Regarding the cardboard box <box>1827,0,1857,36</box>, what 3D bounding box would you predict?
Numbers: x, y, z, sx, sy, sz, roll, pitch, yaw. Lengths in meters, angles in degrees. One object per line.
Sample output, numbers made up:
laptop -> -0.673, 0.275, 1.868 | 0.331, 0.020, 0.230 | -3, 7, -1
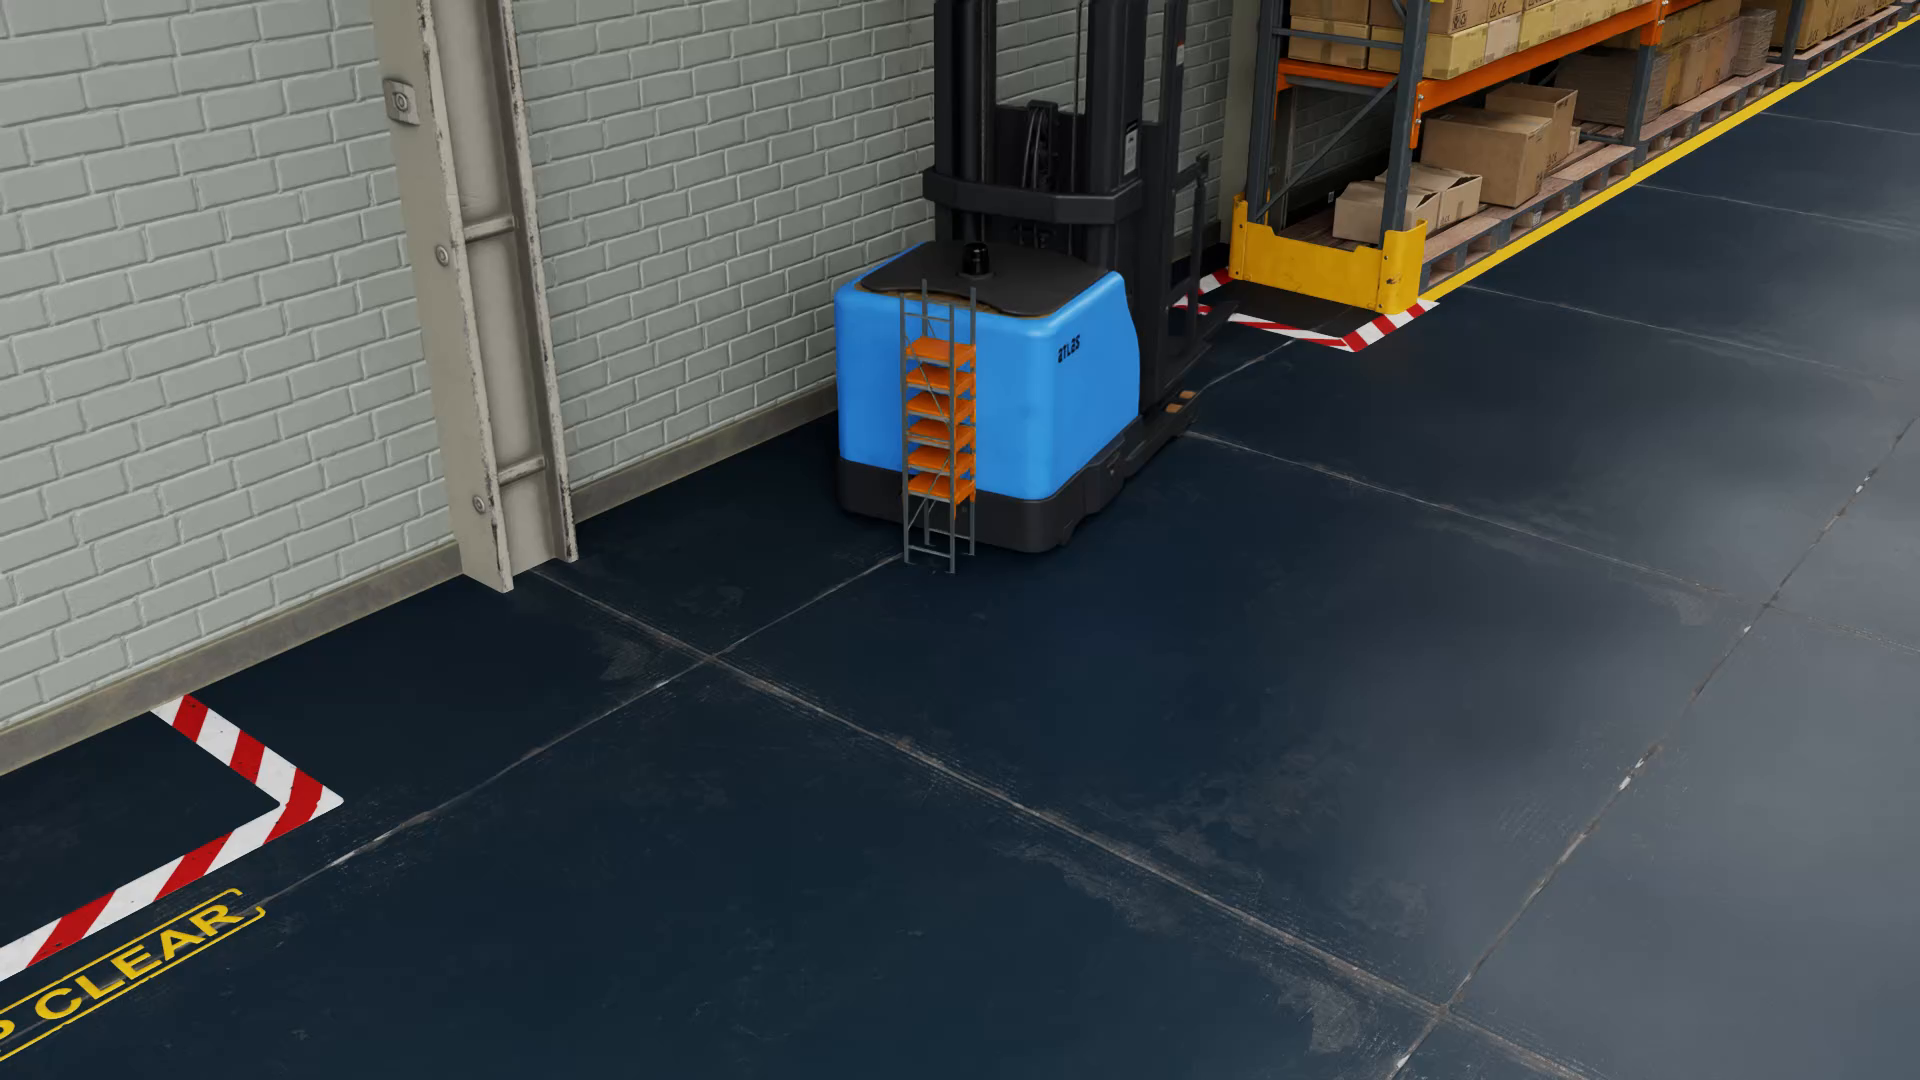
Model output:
cardboard box -> 8.390, -5.454, 16.411 | 0.750, 0.750, 0.750 | 21, 34, 34

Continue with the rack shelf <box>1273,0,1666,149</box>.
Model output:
rack shelf -> 3.443, -3.245, 11.041 | 1.077, 0.370, 4.000 | 21, 34, 34

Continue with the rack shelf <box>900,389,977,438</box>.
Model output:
rack shelf -> -0.087, -0.516, 6.778 | 0.258, 0.103, 0.180 | 13, 30, 24

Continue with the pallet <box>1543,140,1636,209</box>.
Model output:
pallet -> 4.315, -2.786, 12.406 | 1.003, 0.211, 1.213 | 21, 34, 34

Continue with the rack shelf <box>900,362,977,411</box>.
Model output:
rack shelf -> -0.087, -0.623, 6.723 | 0.258, 0.103, 0.180 | 13, 30, 24

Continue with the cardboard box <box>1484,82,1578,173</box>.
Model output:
cardboard box -> 4.086, -2.979, 11.985 | 0.500, 0.500, 0.500 | 18, 32, 31

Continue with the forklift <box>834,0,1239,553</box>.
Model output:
forklift -> 0.577, -1.895, 7.724 | 1.130, 2.935, 3.031 | 13, 30, 24

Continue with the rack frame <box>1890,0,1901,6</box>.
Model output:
rack frame -> 9.804, -7.110, 17.729 | 1.000, 3.000, 0.127 | 21, 34, 34

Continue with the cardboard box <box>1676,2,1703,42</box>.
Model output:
cardboard box -> 5.776, -4.300, 13.723 | 0.500, 0.250, 0.500 | 20, 33, 33

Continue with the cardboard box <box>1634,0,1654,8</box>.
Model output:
cardboard box -> 4.648, -3.959, 11.780 | 0.500, 0.250, 0.500 | 21, 34, 35

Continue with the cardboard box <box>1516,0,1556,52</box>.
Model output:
cardboard box -> 3.374, -3.245, 10.399 | 0.500, 0.250, 0.500 | 20, 34, 34

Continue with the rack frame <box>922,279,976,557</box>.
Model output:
rack frame -> -0.045, -0.487, 6.885 | 0.240, 1.200, 0.006 | 13, 30, 24

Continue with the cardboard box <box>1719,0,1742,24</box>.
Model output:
cardboard box -> 6.431, -4.655, 14.410 | 0.500, 0.250, 0.500 | 21, 34, 35

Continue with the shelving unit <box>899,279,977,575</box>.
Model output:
shelving unit -> -0.087, -0.449, 6.812 | 0.258, 1.200, 0.189 | 13, 30, 24

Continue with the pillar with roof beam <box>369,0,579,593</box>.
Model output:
pillar with roof beam -> 1.454, -2.635, 2.550 | 9.100, 9.000, 0.400 | 21, 34, 34

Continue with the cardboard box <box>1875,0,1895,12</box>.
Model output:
cardboard box -> 9.490, -6.073, 17.607 | 0.750, 0.750, 0.750 | 21, 34, 35

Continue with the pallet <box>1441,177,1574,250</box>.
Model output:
pallet -> 3.539, -2.352, 11.567 | 1.003, 0.211, 1.213 | 21, 34, 34

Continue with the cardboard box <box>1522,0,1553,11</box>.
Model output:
cardboard box -> 3.362, -3.566, 10.203 | 0.500, 0.500, 0.500 | 19, 33, 33

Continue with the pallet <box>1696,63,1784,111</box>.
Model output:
pallet -> 6.761, -4.176, 15.093 | 1.003, 0.211, 1.213 | 21, 34, 34

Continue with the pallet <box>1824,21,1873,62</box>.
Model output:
pallet -> 8.595, -5.141, 16.958 | 1.003, 0.211, 1.213 | 21, 34, 34

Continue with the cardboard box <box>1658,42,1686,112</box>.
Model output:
cardboard box -> 5.460, -3.822, 13.616 | 0.700, 0.500, 0.500 | 20, 33, 33

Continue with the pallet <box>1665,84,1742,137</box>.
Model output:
pallet -> 5.985, -3.746, 14.261 | 1.003, 0.211, 1.213 | 21, 34, 34

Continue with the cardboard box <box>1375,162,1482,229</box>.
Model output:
cardboard box -> 3.043, -2.277, 10.835 | 0.500, 0.311, 0.500 | 24, 36, 38

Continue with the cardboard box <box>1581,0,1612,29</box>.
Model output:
cardboard box -> 4.016, -3.602, 11.090 | 0.500, 0.250, 0.500 | 21, 34, 34

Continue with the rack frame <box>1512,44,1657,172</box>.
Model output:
rack frame -> 4.715, -4.273, 12.246 | 1.000, 3.000, 0.127 | 21, 34, 34

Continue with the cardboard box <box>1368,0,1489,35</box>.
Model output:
cardboard box -> 2.706, -3.212, 9.519 | 0.500, 0.500, 0.500 | 21, 34, 34

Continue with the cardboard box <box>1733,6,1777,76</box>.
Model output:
cardboard box -> 6.842, -4.506, 14.938 | 0.700, 0.500, 0.500 | 21, 34, 35

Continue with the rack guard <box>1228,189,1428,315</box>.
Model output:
rack guard -> 2.219, -1.772, 10.131 | 1.175, 0.500, 0.348 | 21, 34, 34

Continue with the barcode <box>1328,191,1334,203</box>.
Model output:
barcode -> 2.383, -2.203, 10.681 | 0.001, 0.075, 0.075 | 21, 34, 34

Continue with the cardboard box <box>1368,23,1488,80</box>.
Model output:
cardboard box -> 2.726, -2.878, 9.689 | 0.500, 0.250, 0.500 | 20, 33, 33

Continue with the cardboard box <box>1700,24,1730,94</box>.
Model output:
cardboard box -> 6.130, -4.173, 14.294 | 0.700, 0.500, 0.500 | 21, 34, 34

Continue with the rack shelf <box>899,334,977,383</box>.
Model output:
rack shelf -> -0.087, -0.729, 6.667 | 0.258, 0.103, 0.180 | 13, 30, 24
